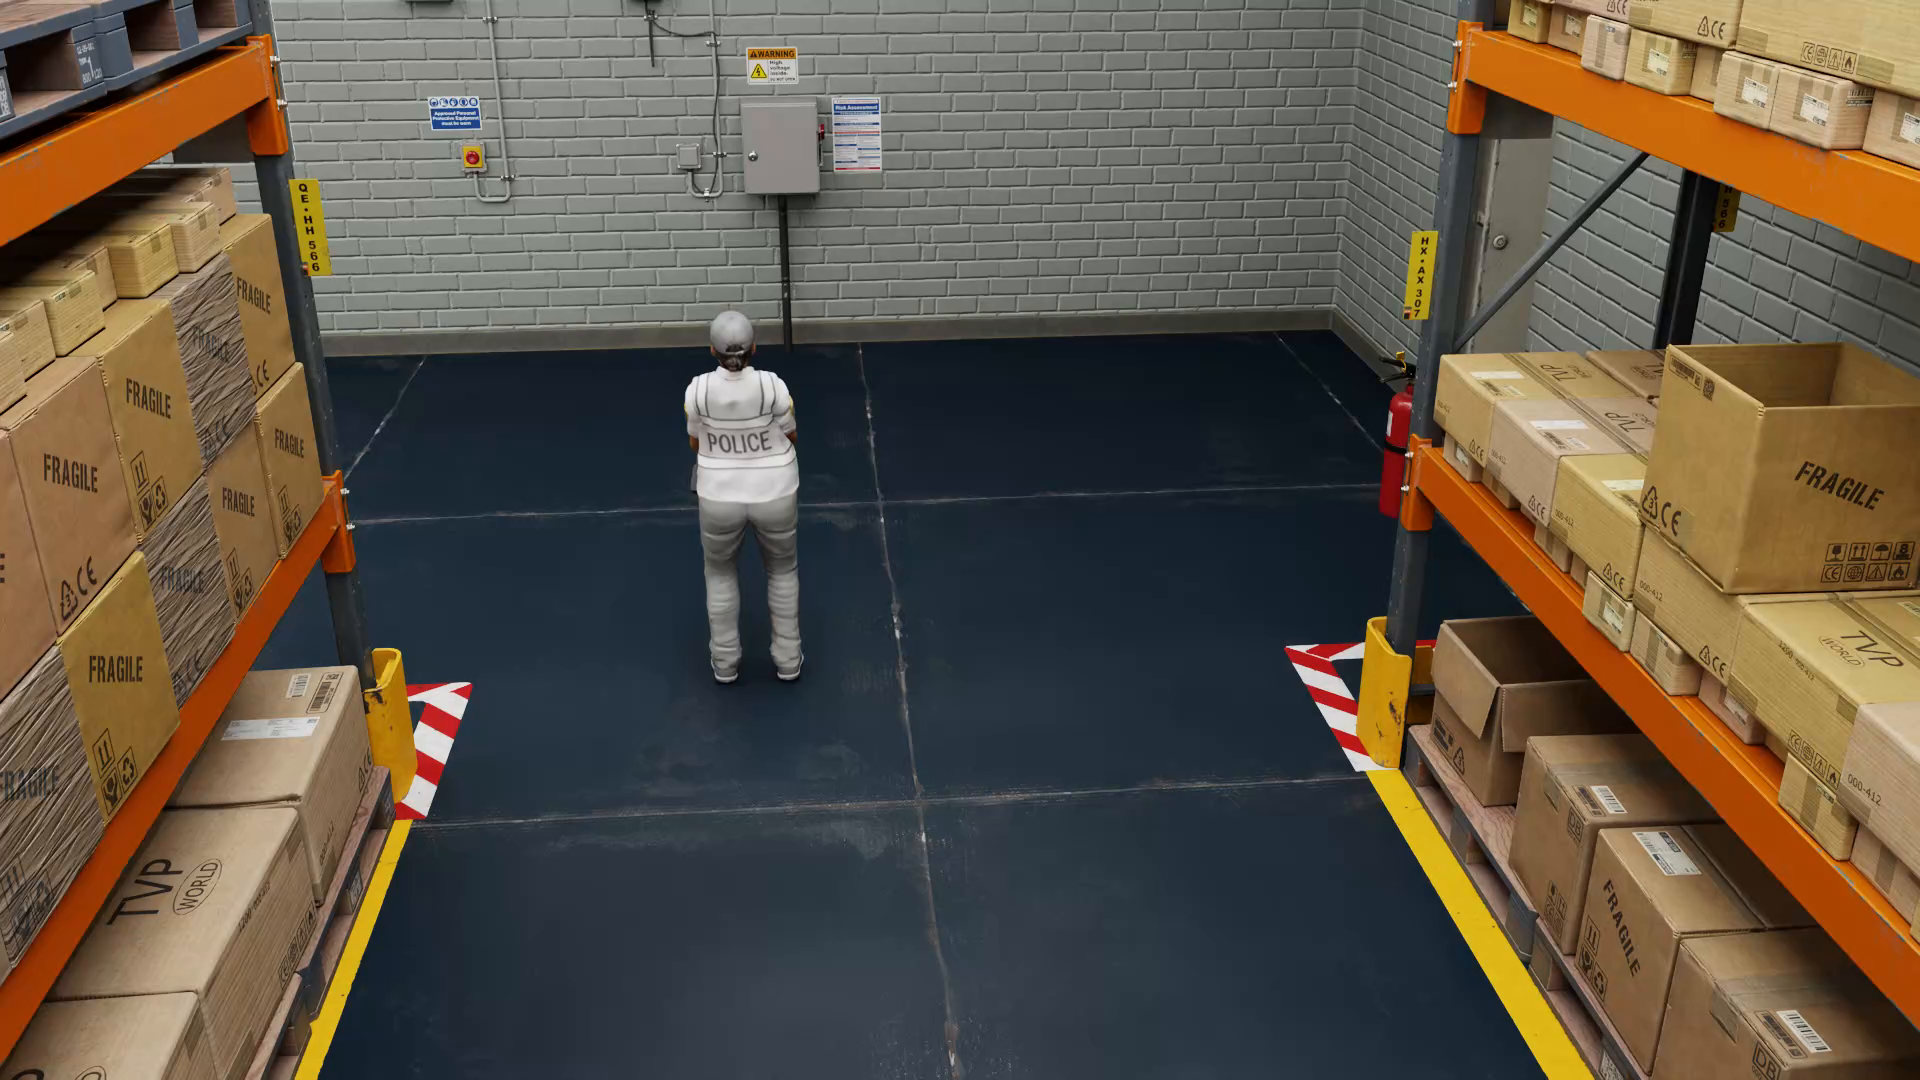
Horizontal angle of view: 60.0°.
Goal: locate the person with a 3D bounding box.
[{"bbox_3d":[-0.910,-0.204,7.070,0.453,1.653,0.541,-2,24,-5],"label":"person"}]
